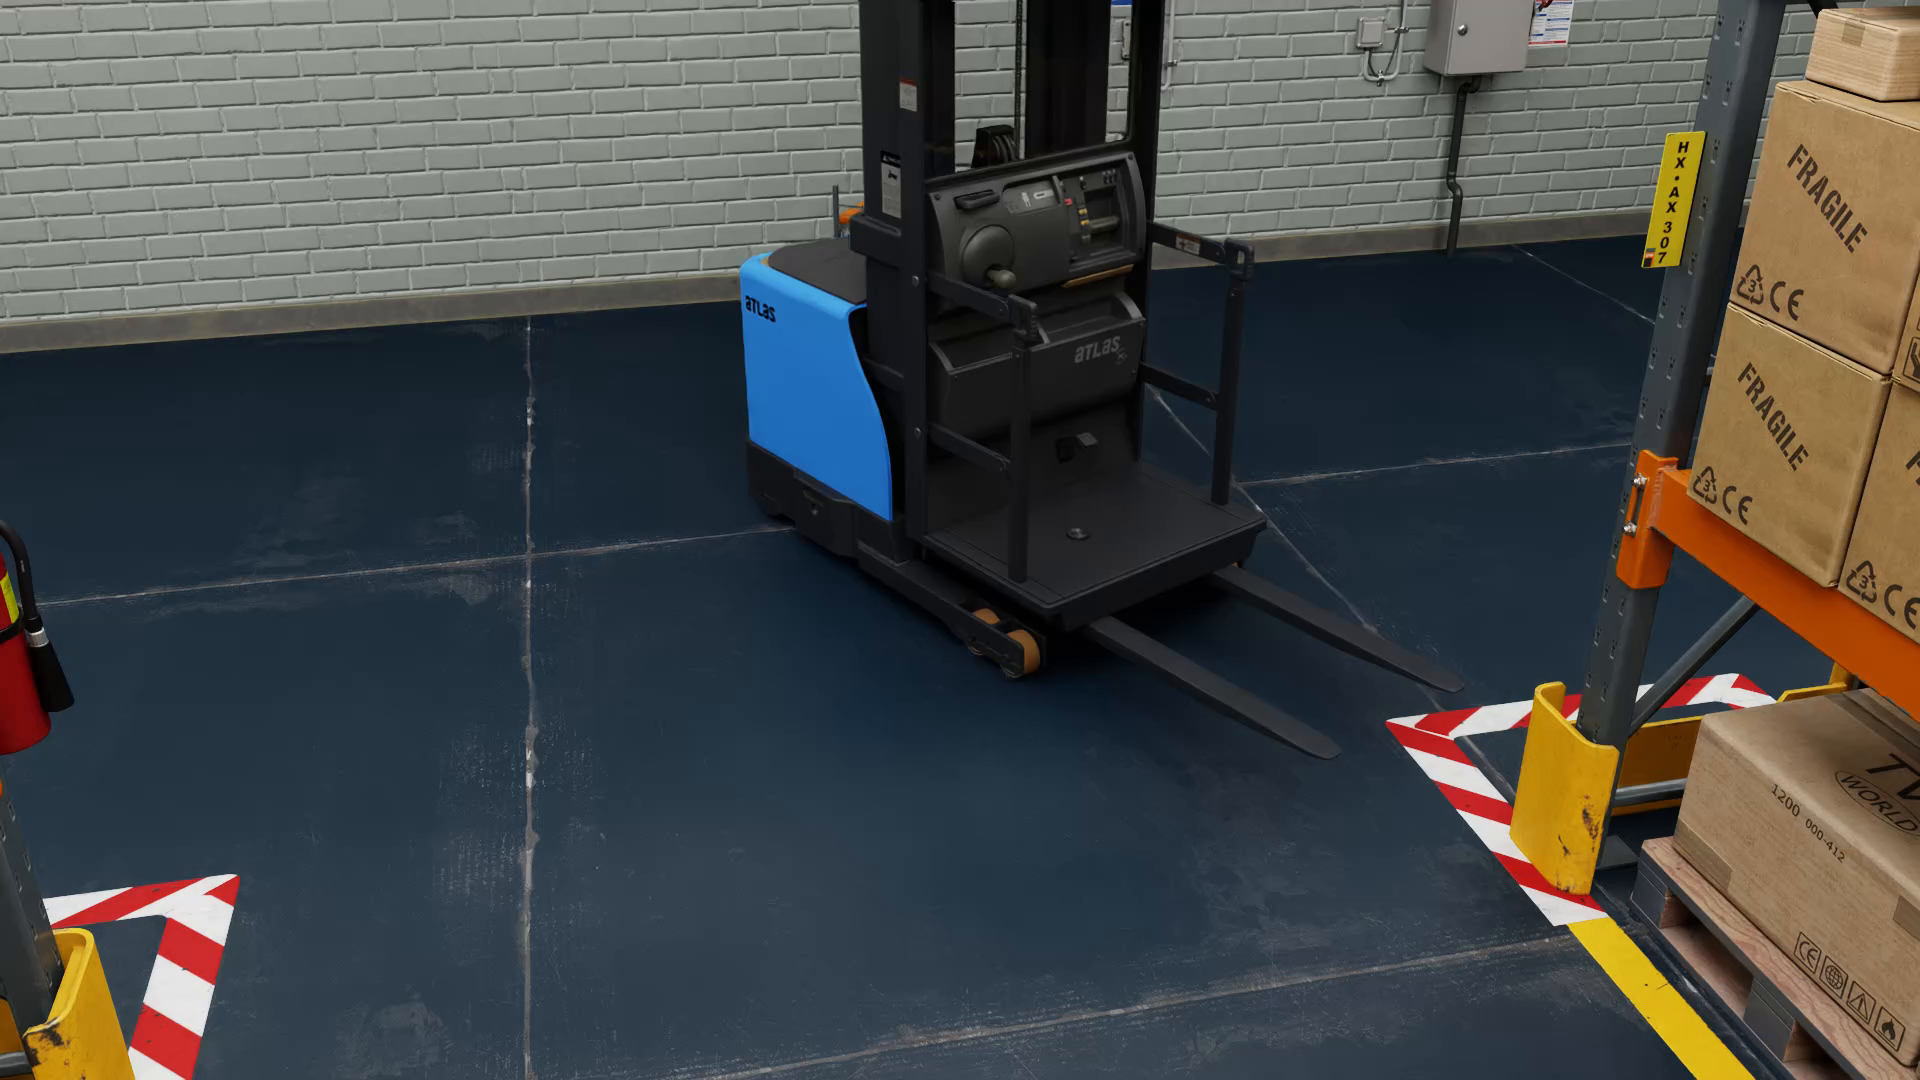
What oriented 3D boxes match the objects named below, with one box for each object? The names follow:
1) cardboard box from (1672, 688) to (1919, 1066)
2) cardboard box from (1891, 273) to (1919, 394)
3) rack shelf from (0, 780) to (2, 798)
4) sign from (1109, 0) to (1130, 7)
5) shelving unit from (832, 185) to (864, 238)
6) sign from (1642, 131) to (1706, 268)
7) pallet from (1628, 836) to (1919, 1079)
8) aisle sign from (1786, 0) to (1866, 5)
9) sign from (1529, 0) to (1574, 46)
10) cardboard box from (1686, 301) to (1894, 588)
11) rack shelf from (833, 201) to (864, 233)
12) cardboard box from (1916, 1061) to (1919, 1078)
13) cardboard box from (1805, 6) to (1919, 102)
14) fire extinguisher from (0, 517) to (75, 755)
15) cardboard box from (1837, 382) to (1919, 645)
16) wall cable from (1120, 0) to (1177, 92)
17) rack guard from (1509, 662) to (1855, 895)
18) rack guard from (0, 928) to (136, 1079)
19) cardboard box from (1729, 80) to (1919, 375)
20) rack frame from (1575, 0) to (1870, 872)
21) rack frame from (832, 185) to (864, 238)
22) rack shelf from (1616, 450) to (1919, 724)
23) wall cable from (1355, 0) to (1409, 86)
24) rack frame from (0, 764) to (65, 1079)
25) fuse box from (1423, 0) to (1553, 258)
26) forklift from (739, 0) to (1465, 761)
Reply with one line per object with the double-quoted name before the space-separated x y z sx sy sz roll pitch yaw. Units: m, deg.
"cardboard box" 2.496 0.792 4.230 0.875 0.438 0.875 -7 28 -13
"cardboard box" 2.203 -0.469 3.130 0.500 0.500 0.500 -7 28 -13
"rack shelf" -2.100 1.302 1.640 1.077 0.370 4.000 -6 27 -12
"sign" 0.895 -3.060 9.183 0.327 0.218 0.001 -6 27 -12
"shelving unit" -0.341 -1.055 7.508 0.258 1.200 0.503 10 28 19
"sign" 1.707 -0.812 3.982 0.100 0.325 0.005 -6 27 -12
"pallet" 2.506 1.144 4.250 1.003 0.211 1.213 -6 27 -12
"aisle sign" 1.951 -1.607 3.719 0.394 0.787 0.004 -6 27 -12
"sign" 3.470 -3.165 9.797 0.329 0.494 0.001 -6 27 -12
"cardboard box" 2.078 -0.249 3.803 0.500 0.500 0.500 -6 27 -12
"rack shelf" -0.341 -1.406 7.331 0.258 0.148 0.480 10 28 19
"cardboard box" 2.710 1.193 3.435 0.875 0.438 0.875 -5 27 -10
"cardboard box" 2.060 -1.041 3.542 0.380 0.149 0.250 -5 27 -11
"fire extinguisher" -2.158 0.147 3.630 0.296 0.674 0.183 -6 27 -12
"cardboard box" 2.219 -0.030 3.369 0.500 0.500 0.500 -6 27 -12
"wall cable" 0.956 -3.385 8.965 0.585 1.953 0.123 -6 27 -12
"rack guard" 2.244 0.661 4.885 1.175 0.500 0.348 -6 27 -12
"rack guard" -2.533 1.252 3.714 1.175 0.500 0.348 -6 27 -12
"cardboard box" 2.080 -0.695 3.578 0.500 0.500 0.500 -7 28 -13
"rack frame" 2.250 -0.444 4.301 1.000 3.000 0.127 -6 27 -12
"rack frame" -0.428 -0.952 7.305 0.240 1.200 0.015 10 28 19
"rack shelf" 2.700 0.755 2.723 1.077 0.370 4.000 -6 27 -12
"wall cable" 2.335 -3.520 9.267 0.588 1.984 0.122 -6 27 -12
"rack frame" -2.554 0.103 3.216 0.949 2.616 0.053 -6 27 -12
"fuse box" 3.036 -2.491 9.787 0.539 1.711 0.414 -6 27 -12
"forklift" 0.418 -1.082 5.641 1.130 2.935 3.031 -20 33 -34
